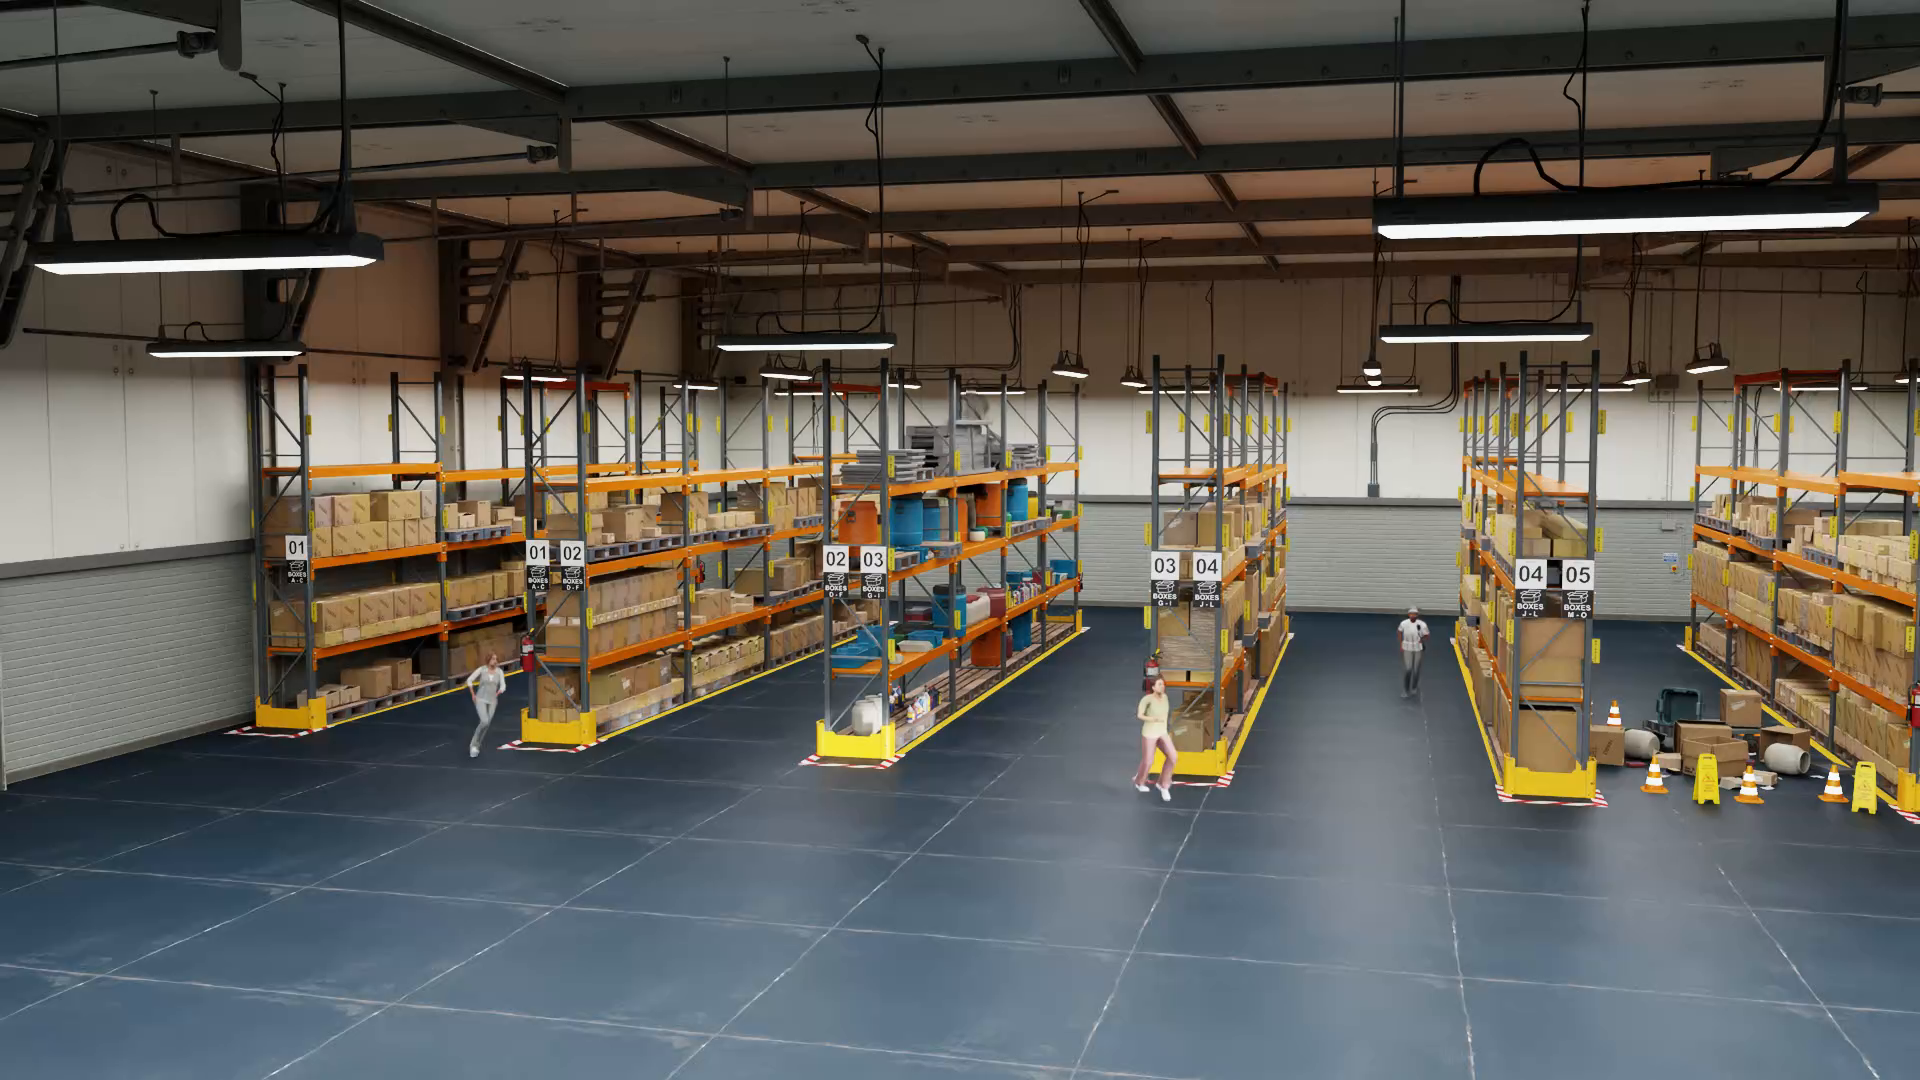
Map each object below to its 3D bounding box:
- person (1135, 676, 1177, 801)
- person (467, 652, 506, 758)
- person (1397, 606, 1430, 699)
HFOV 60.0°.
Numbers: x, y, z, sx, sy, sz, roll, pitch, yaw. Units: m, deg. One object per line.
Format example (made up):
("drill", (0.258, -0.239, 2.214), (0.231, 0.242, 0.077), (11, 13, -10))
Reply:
("person", (2.609, 2.641, 22.352), (0.601, 1.670, 0.759), (-2, 4, -26))
("person", (-7.165, 2.485, 25.174), (0.569, 1.573, 0.596), (-3, 5, -37))
("person", (8.332, 2.061, 30.532), (0.571, 1.736, 0.718), (1, 4, 12))
